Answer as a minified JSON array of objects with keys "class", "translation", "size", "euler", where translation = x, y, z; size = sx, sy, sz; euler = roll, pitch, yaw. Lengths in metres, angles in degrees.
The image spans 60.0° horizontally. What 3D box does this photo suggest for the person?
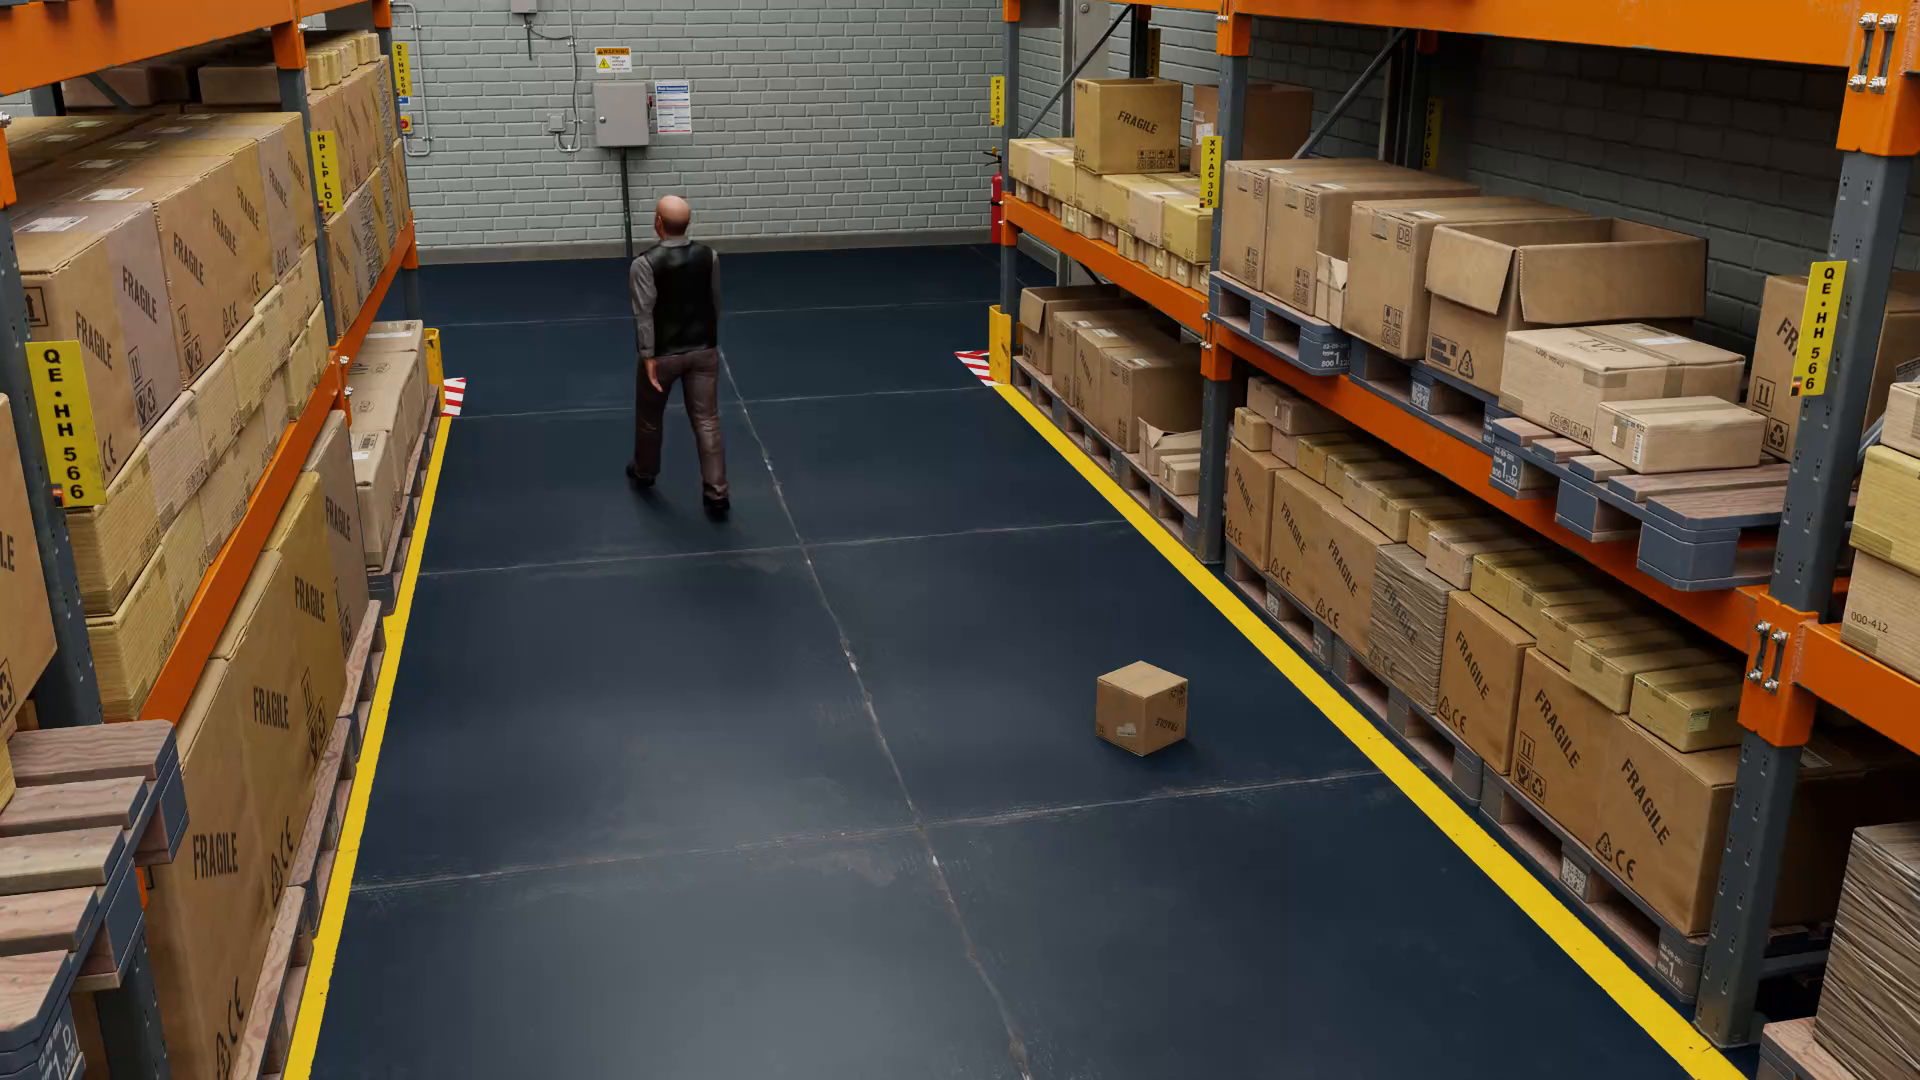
[{"class":"person","translation":[-1.557,-1.009,9.061],"size":[0.544,1.592,1.004],"euler":[-10,22,-26]}]
